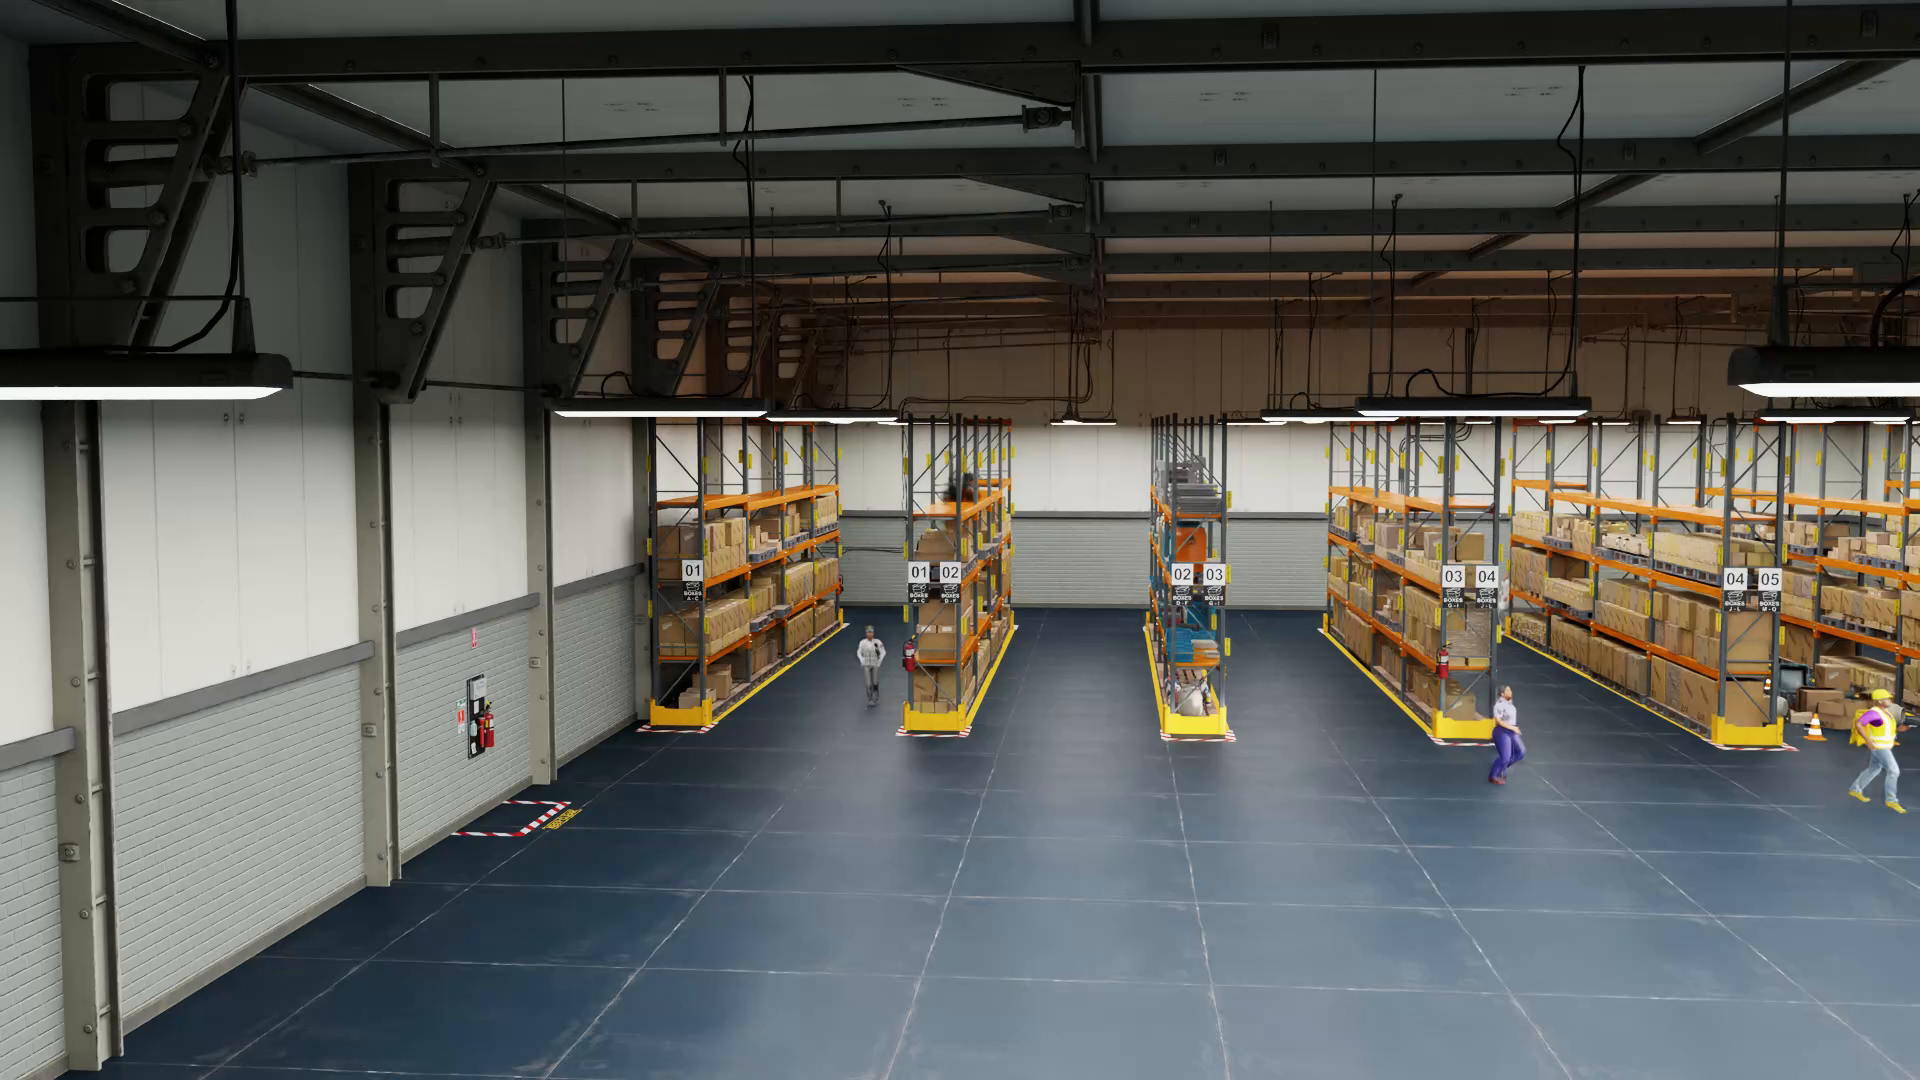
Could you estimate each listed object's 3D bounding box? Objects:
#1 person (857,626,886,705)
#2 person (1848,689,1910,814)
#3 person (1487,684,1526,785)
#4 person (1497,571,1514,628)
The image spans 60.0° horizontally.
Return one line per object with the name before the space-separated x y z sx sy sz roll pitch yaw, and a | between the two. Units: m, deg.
person | -1.836 2.587 34.296 0.592 1.651 0.539 0 4 1
person | 13.815 3.149 24.985 0.820 1.819 0.677 3 5 38
person | 8.780 3.121 26.719 0.544 1.611 0.591 3 5 37
person | 15.582 1.703 47.293 0.616 1.735 0.761 0 4 -1
